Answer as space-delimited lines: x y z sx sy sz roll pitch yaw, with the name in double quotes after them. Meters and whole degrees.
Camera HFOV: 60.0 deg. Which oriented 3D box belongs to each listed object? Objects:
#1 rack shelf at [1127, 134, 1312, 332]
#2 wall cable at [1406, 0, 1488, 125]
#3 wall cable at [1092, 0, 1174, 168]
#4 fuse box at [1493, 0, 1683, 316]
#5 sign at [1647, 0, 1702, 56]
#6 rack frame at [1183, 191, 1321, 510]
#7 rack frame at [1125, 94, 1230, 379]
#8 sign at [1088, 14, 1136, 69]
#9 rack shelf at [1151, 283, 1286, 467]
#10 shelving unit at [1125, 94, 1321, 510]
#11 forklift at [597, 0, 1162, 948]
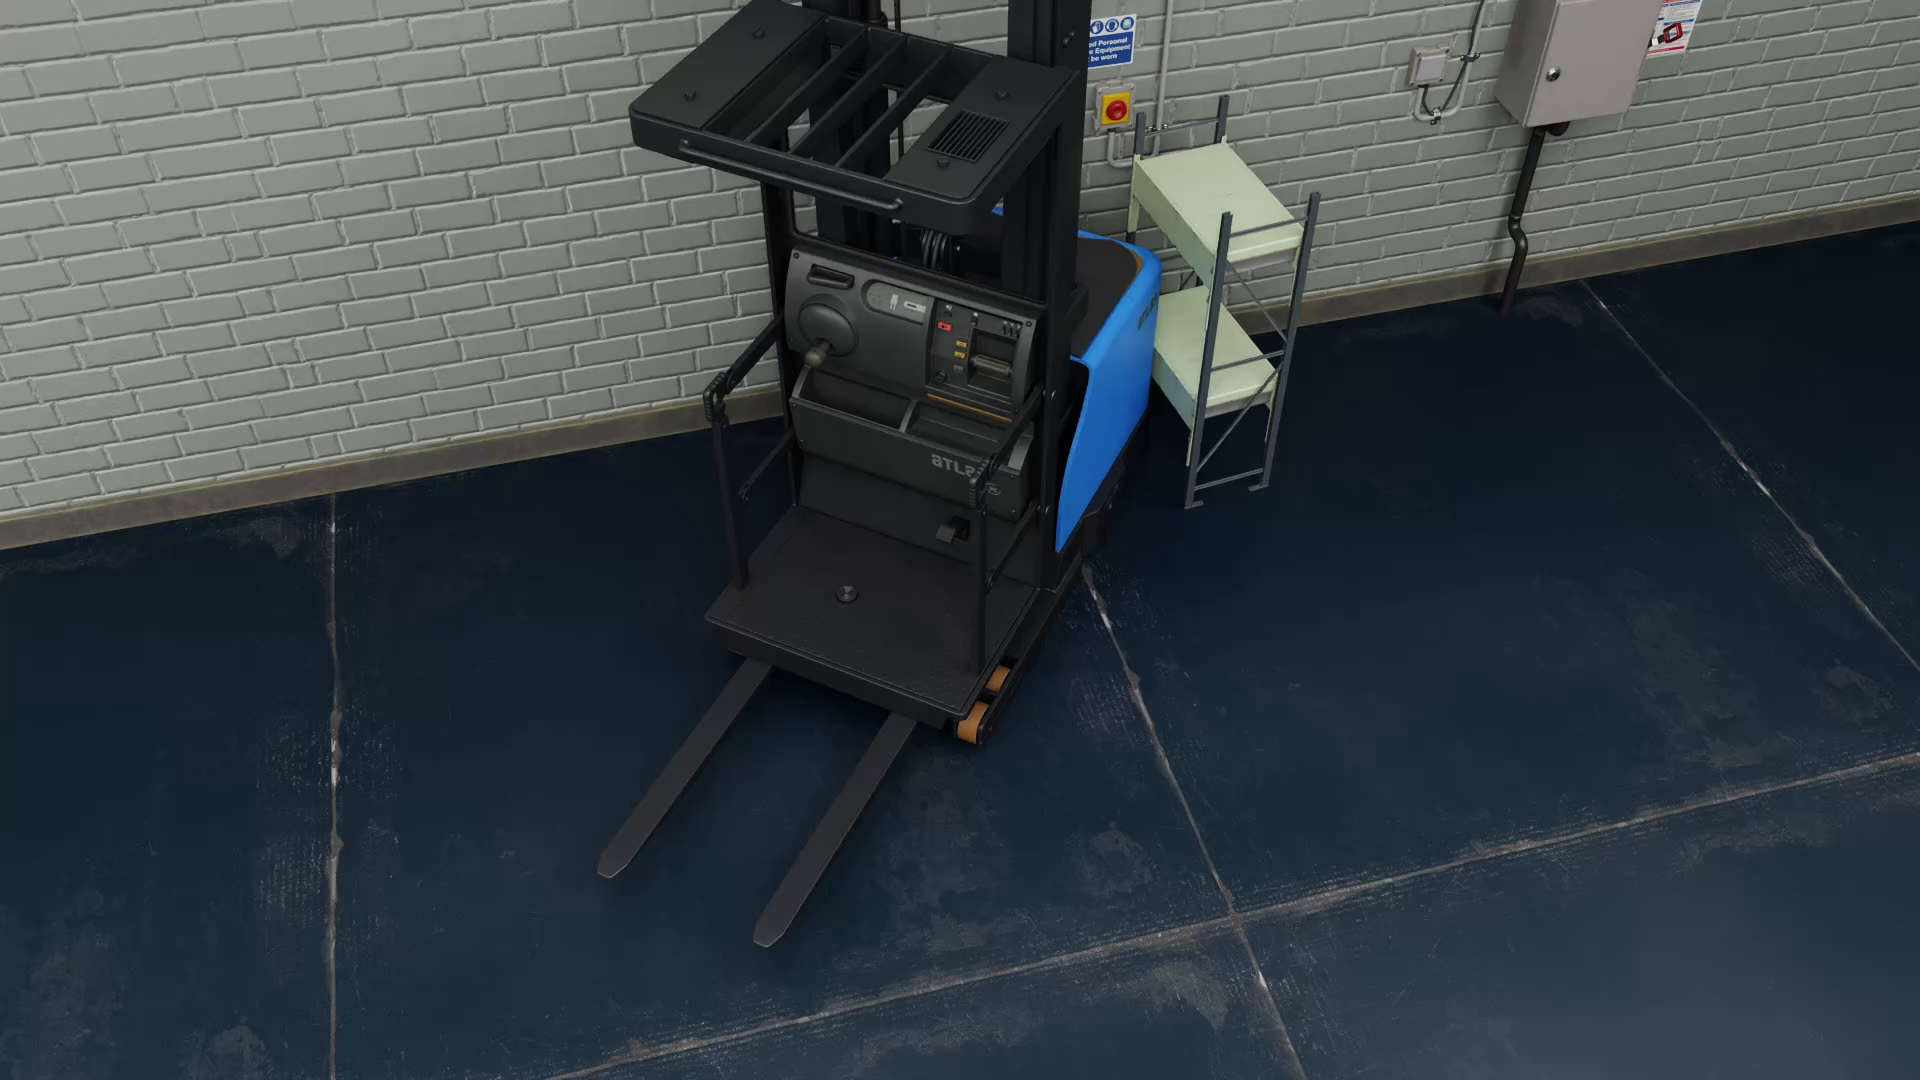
1.016 -1.229 6.609 0.431 0.370 0.720 -15 48 -14 "rack shelf"
1.974 -2.481 6.621 0.588 1.984 0.122 -11 47 -10 "wall cable"
0.606 -2.225 6.347 0.585 1.953 0.123 -11 47 -10 "wall cable"
2.674 -1.690 7.459 0.539 1.711 0.414 -11 47 -10 "fuse box"
3.098 -2.341 7.262 0.329 0.494 0.001 -11 47 -10 "sign"
1.147 -0.712 6.648 0.400 1.500 0.023 -15 48 -14 "rack frame"
0.885 -1.200 7.127 0.400 1.500 0.023 -15 48 -14 "rack frame"
0.544 -1.986 6.658 0.327 0.218 0.001 -11 47 -10 "sign"
1.016 -0.728 7.121 0.431 0.370 0.720 -15 48 -14 "rack shelf"
1.016 -0.956 6.888 0.431 1.500 0.755 -15 48 -14 "shelving unit"
-0.270 -0.624 5.560 1.130 2.935 3.031 19 49 18 "forklift"
